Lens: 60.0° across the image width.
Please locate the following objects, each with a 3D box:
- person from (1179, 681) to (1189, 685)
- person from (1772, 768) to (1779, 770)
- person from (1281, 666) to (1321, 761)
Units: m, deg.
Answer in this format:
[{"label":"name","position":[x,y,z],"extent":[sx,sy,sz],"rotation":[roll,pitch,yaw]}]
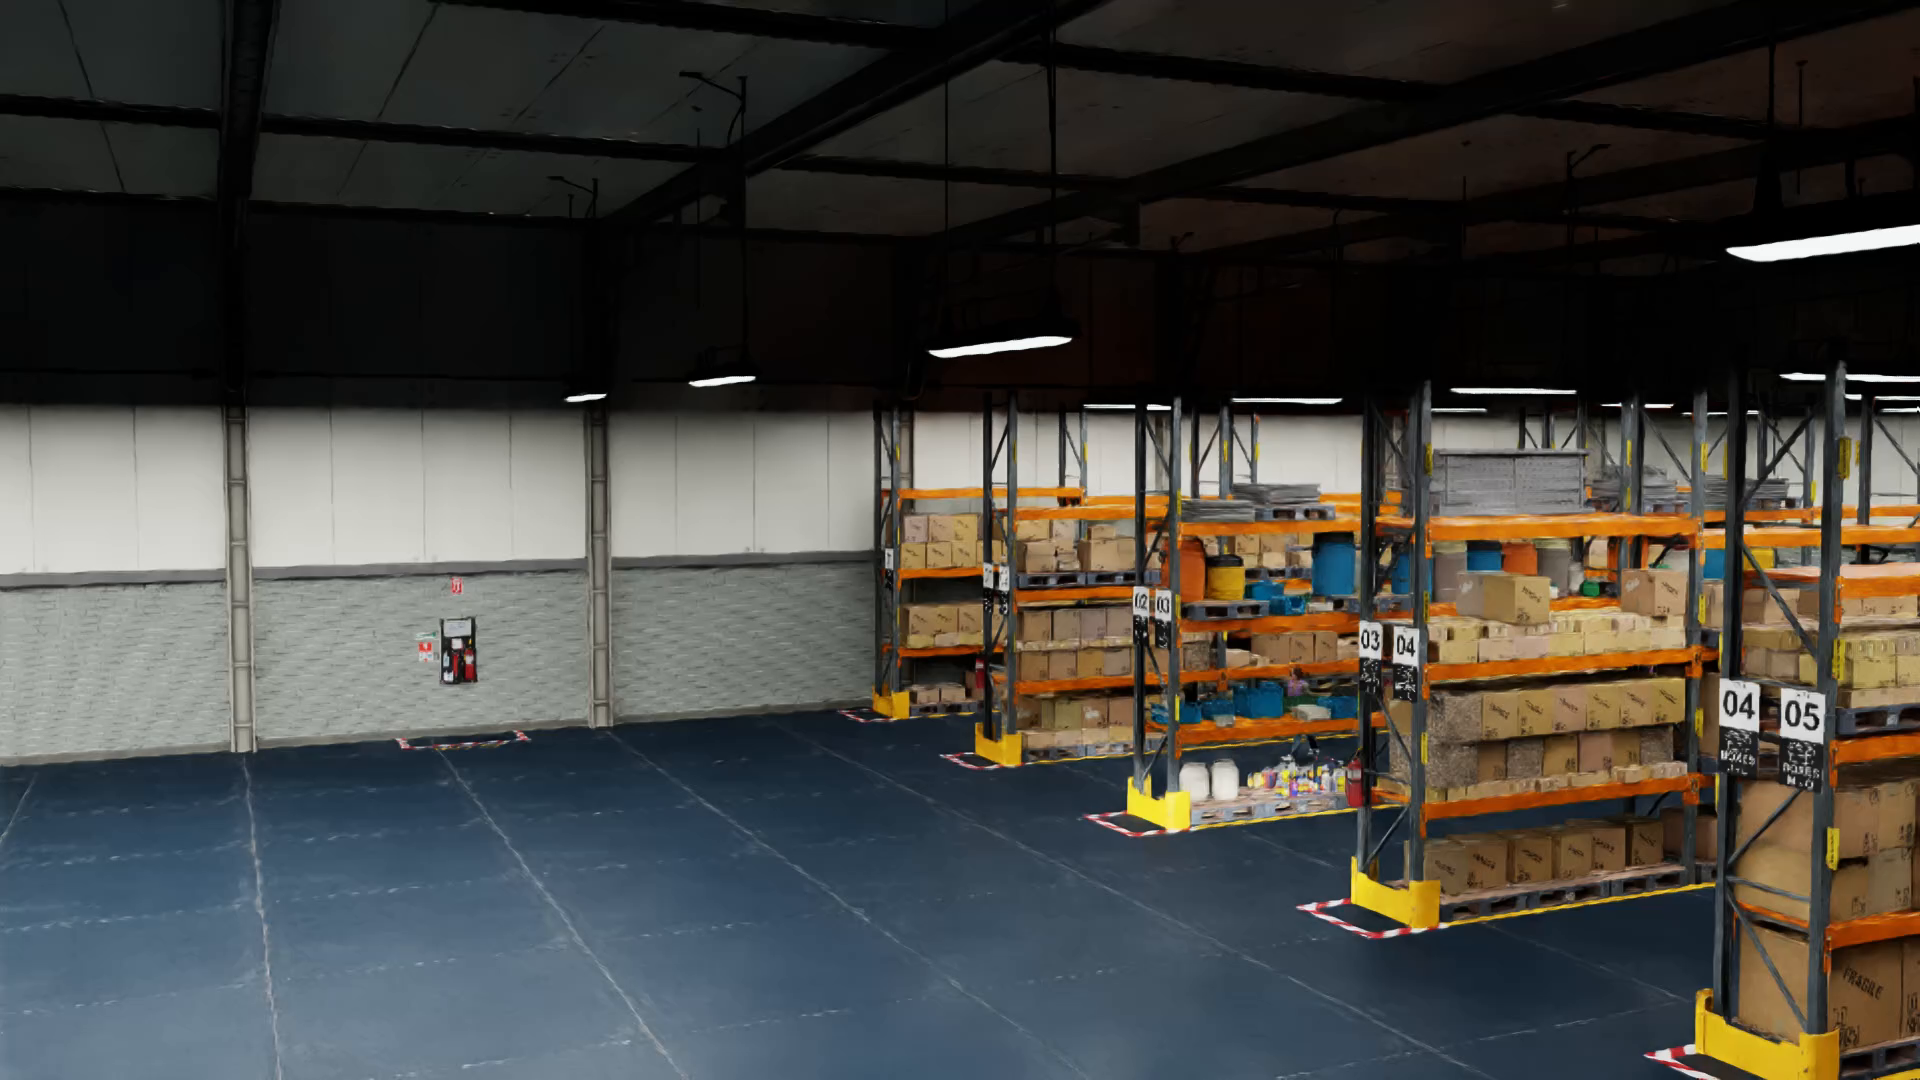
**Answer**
[{"label":"person","position":[3.953,2.549,30.434],"extent":[1.114,1.642,0.541],"rotation":[-2,4,-25]},{"label":"person","position":[9.095,3.299,18.385],"extent":[0.518,1.604,0.592],"rotation":[-2,4,-26]},{"label":"person","position":[5.546,2.808,27.140],"extent":[1.012,1.516,0.440],"rotation":[-2,4,-34]}]
